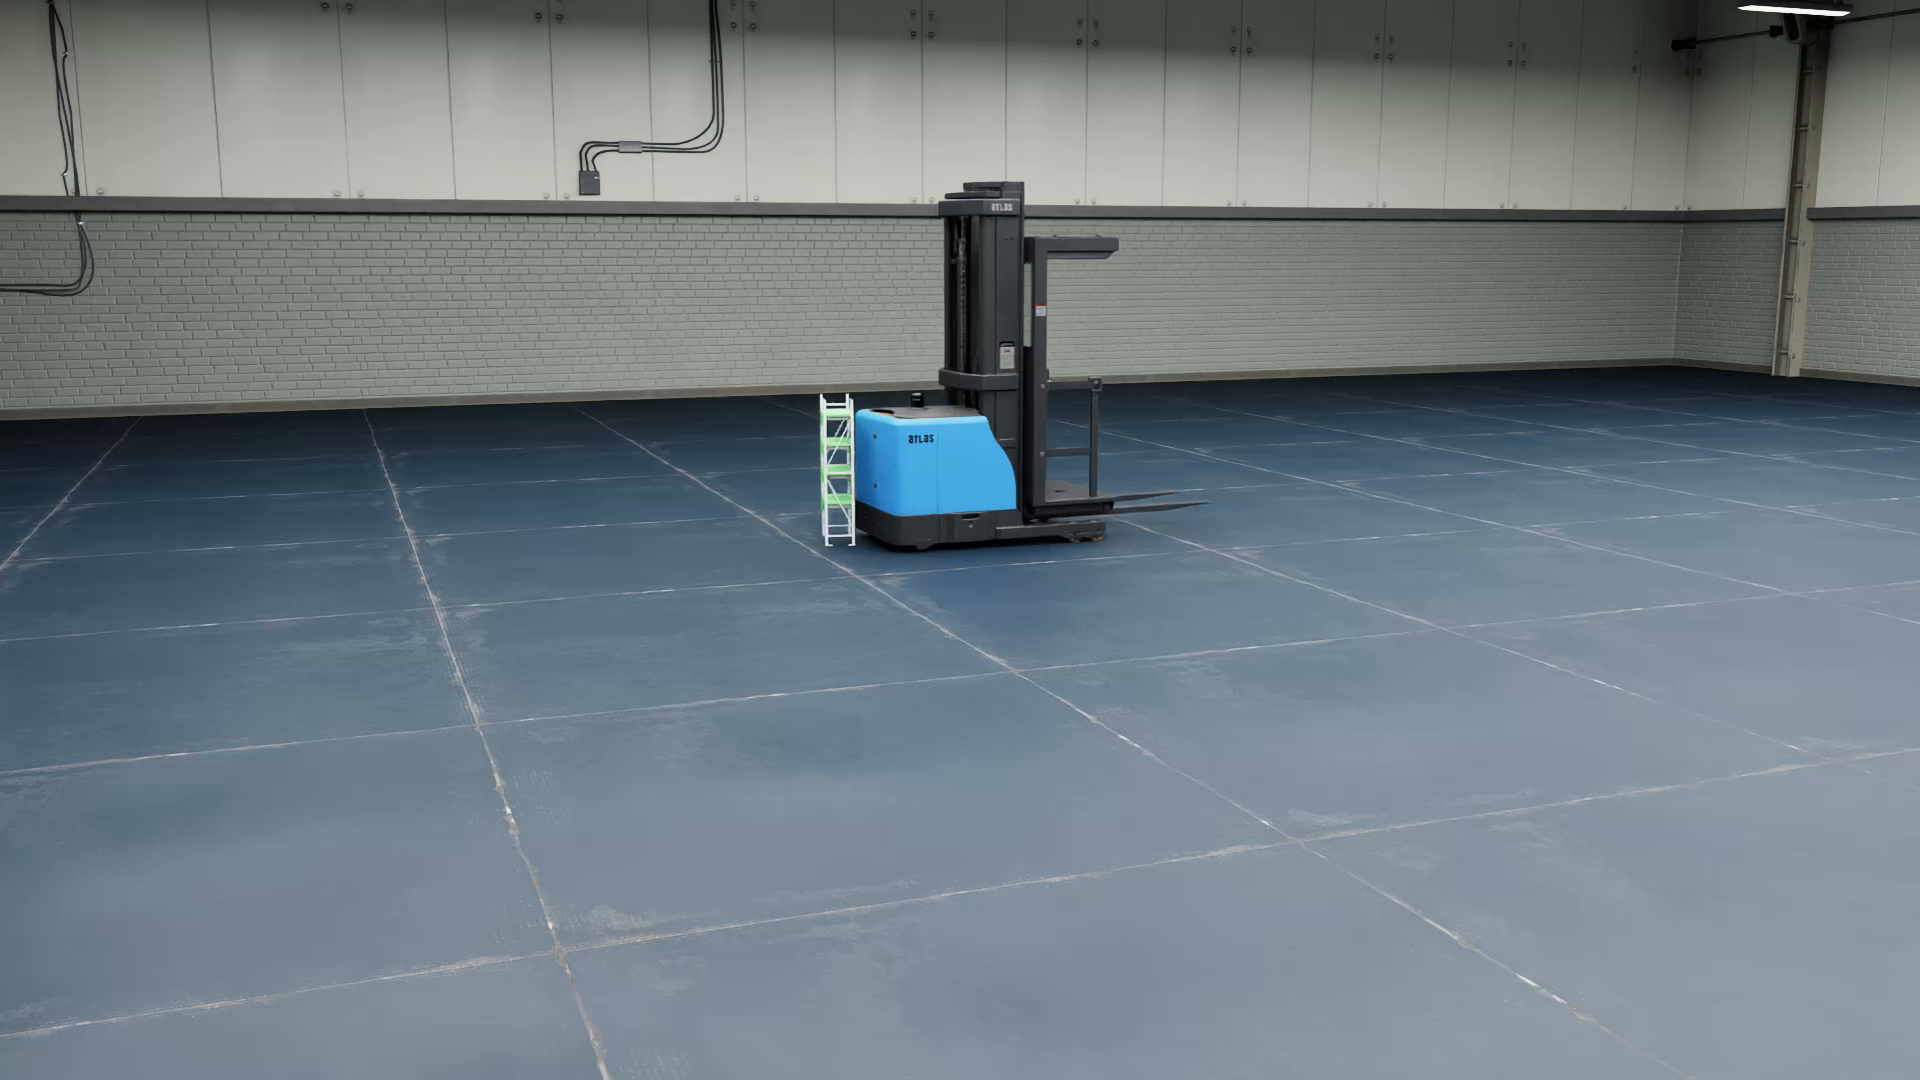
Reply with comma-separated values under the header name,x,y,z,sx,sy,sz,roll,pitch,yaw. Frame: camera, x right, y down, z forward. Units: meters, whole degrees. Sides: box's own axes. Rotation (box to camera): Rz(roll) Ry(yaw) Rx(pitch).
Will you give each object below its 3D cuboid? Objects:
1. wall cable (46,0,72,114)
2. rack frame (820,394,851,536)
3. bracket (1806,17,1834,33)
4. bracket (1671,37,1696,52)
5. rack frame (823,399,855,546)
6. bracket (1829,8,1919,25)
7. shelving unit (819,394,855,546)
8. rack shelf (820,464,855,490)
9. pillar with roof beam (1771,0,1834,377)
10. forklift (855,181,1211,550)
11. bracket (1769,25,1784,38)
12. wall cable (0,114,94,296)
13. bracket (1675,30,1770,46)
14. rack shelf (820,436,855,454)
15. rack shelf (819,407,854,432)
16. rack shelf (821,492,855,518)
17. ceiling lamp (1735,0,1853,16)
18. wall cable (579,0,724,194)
name,x,y,z,sx,sy,sz,roll,pitch,yaw
wall cable,-11.120,-7.220,23.261,3.097,2.526,0.112,-4,11,-21
rack frame,-1.052,-0.629,14.030,0.240,1.200,0.015,-1,10,-8
bracket,15.372,-9.207,29.707,0.235,0.232,0.430,-4,11,-21
bracket,14.213,-9.729,32.644,0.235,0.232,0.430,-4,11,-21
rack frame,-0.985,-0.545,13.554,0.240,1.200,0.015,-1,10,-8
bracket,16.306,-8.787,27.343,0.076,0.066,4.783,-4,11,-21
shelving unit,-1.019,-0.587,13.792,0.258,1.200,0.503,-1,10,-8
rack shelf,-1.019,-0.524,13.803,0.258,0.148,0.480,-1,10,-8
pillar with roof beam,11.540,-7.252,28.994,9.100,9.000,0.548,-4,11,-21
forklift,0.674,-1.509,14.033,3.031,2.935,1.130,-4,11,-23
bracket,15.072,-9.343,30.469,0.235,0.232,0.430,-4,11,-21
wall cable,-13.641,-4.562,22.739,3.097,2.526,0.112,-4,11,-21
bracket,14.427,-9.633,32.102,0.076,0.066,3.189,-4,11,-21
rack shelf,-1.019,-0.760,13.761,0.258,0.148,0.480,-1,10,-8
rack shelf,-1.019,-0.996,13.719,0.258,0.148,0.480,-1,10,-8
rack shelf,-1.018,-0.288,13.845,0.258,0.148,0.480,-1,10,-8
ceiling lamp,12.330,-9.453,24.703,2.000,3.185,0.800,-4,11,-21
wall cable,-4.787,-8.365,25.541,2.305,6.003,0.169,-4,11,-21
